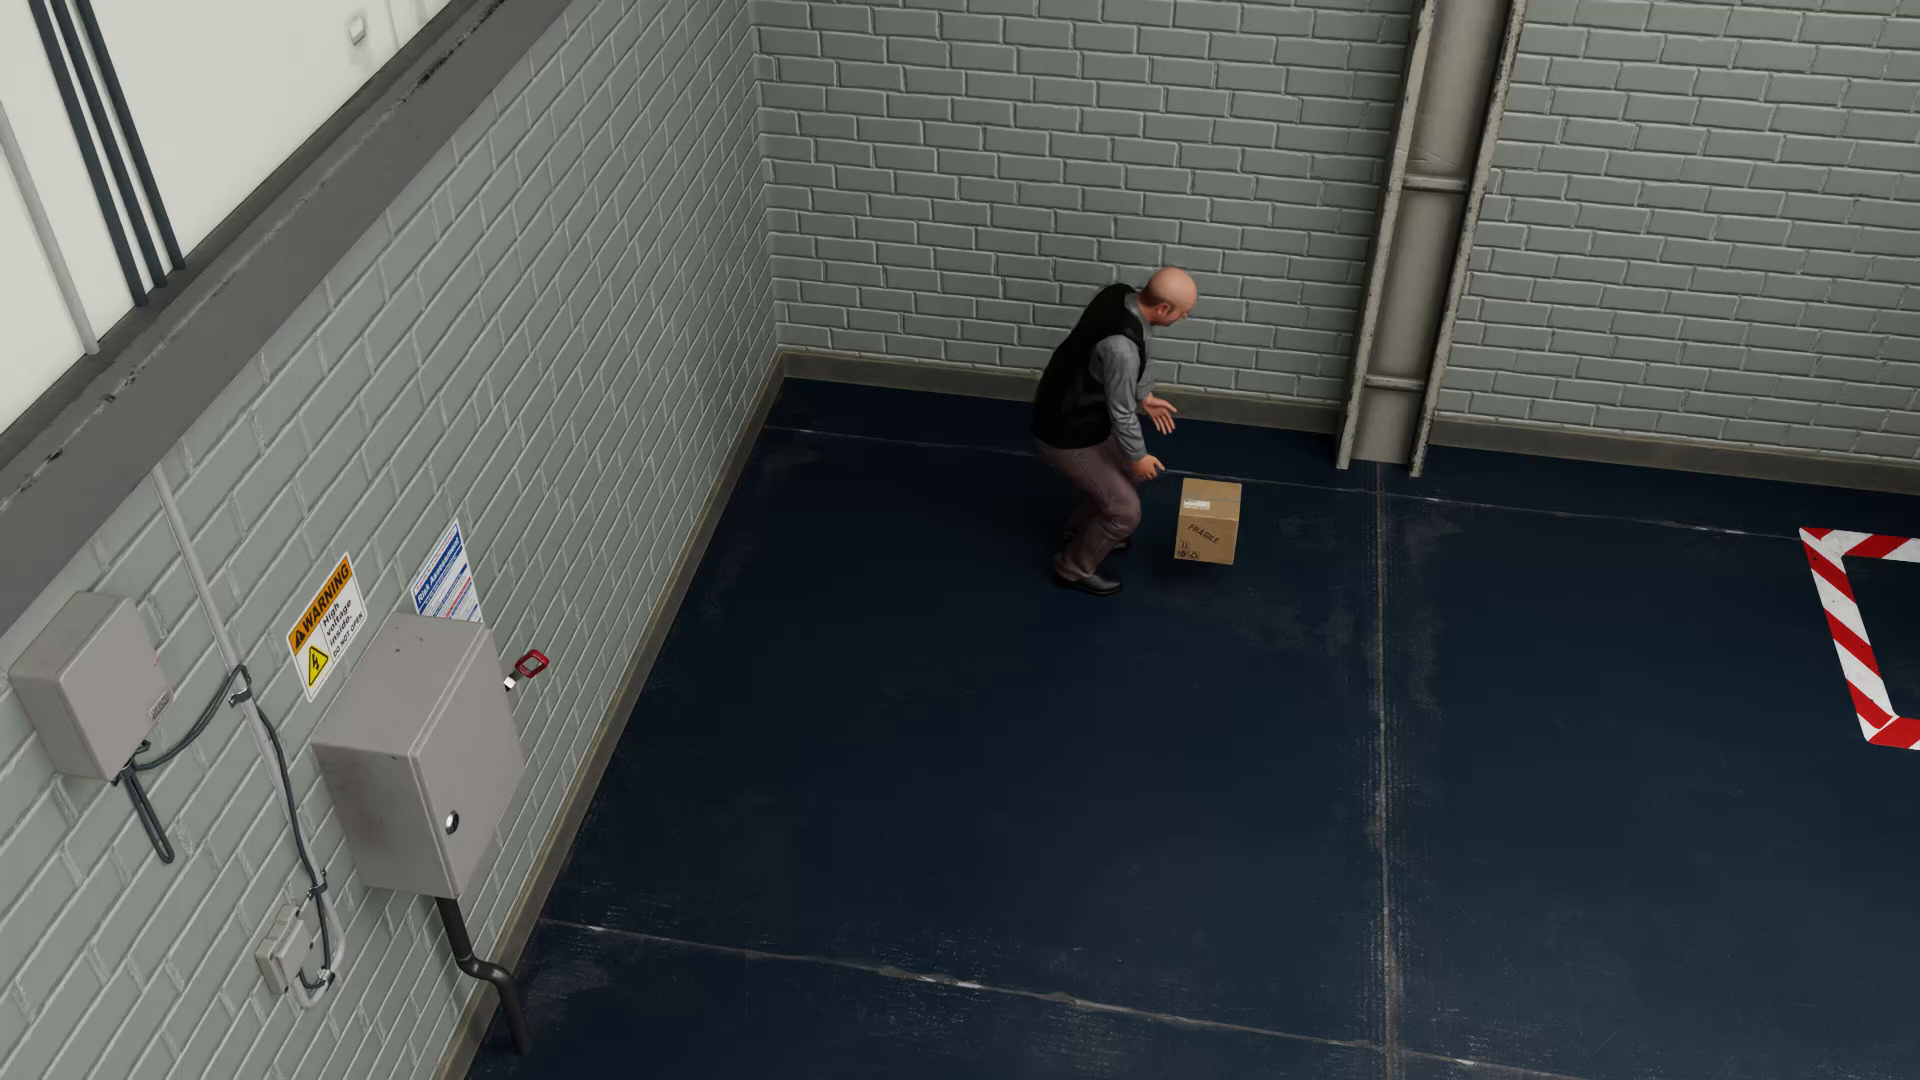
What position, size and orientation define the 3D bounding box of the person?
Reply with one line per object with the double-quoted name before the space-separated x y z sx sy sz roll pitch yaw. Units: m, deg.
"person" 0.610 -0.482 6.913 0.625 1.514 0.588 7 41 8
